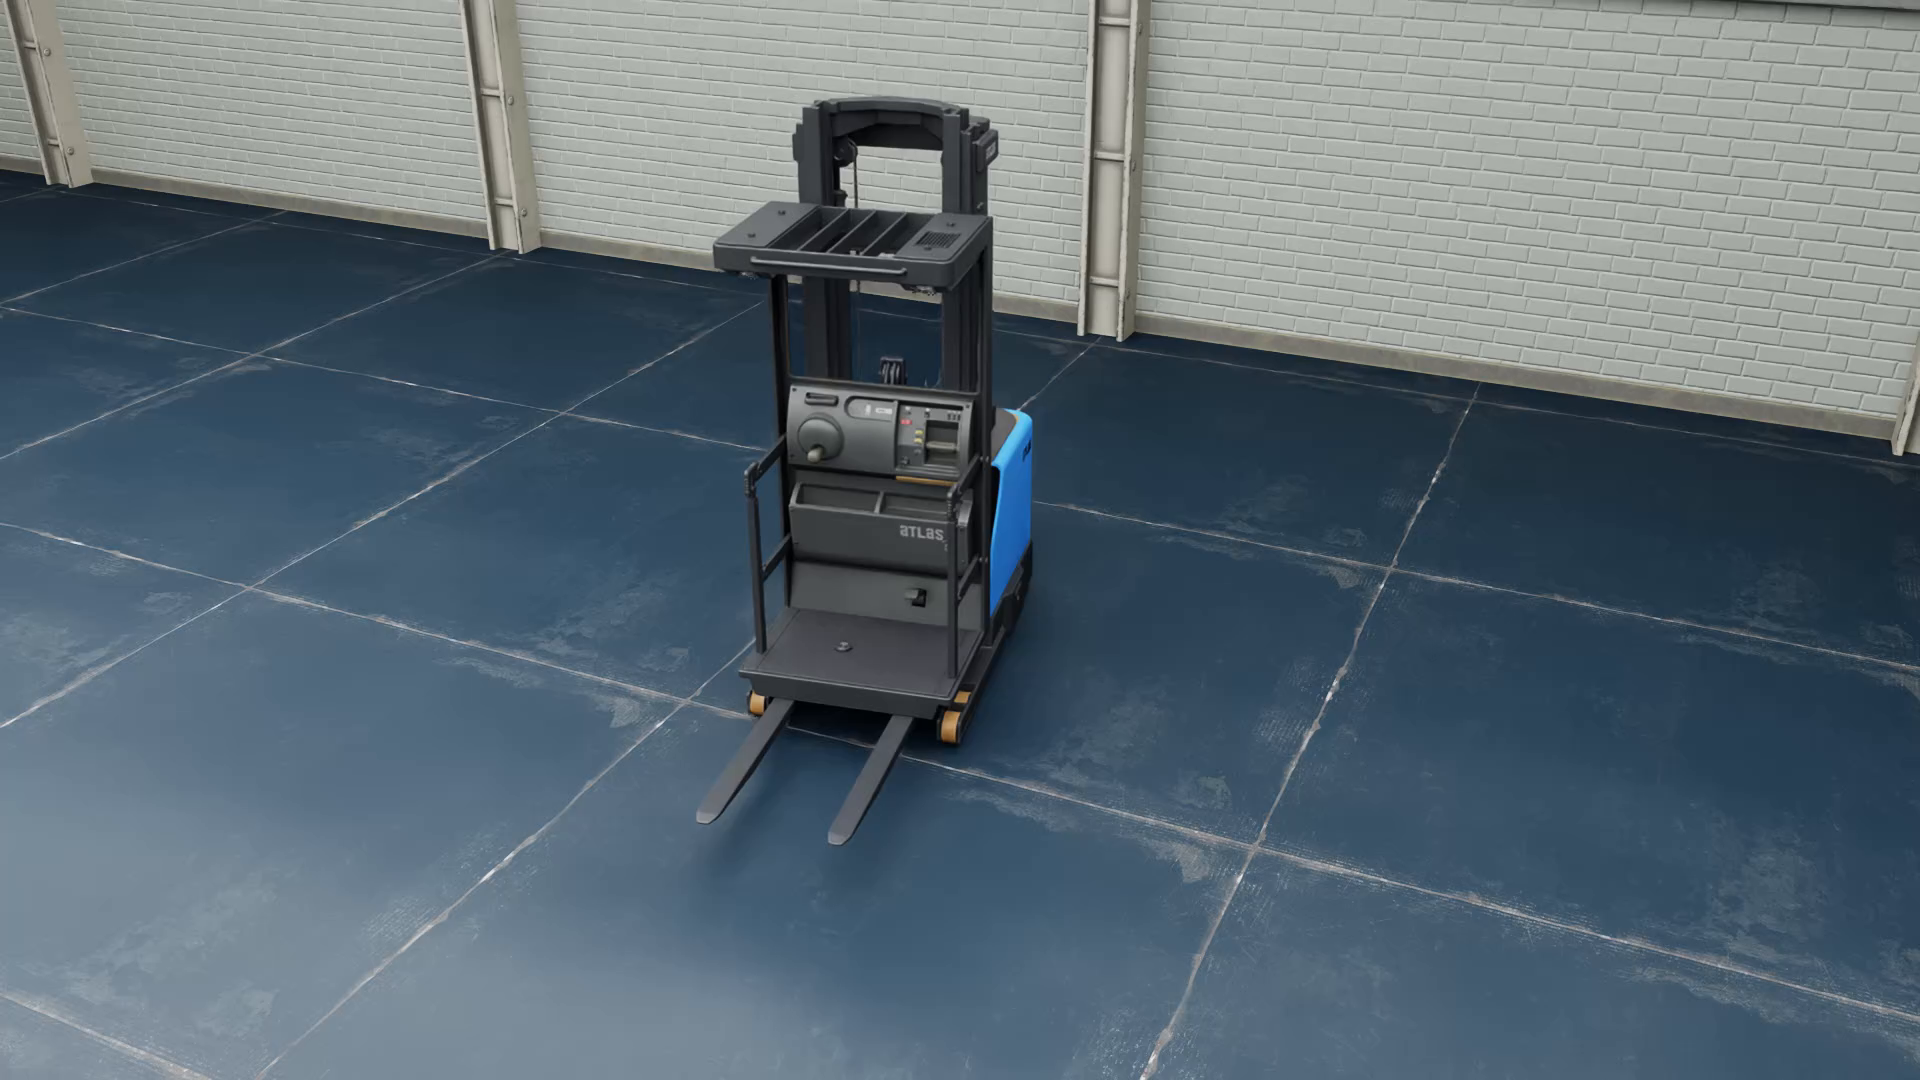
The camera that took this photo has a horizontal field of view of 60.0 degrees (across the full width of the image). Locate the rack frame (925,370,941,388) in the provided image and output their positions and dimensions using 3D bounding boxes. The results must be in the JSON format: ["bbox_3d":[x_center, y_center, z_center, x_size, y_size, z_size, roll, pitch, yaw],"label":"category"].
[{"bbox_3d":[-0.160,-0.503,10.083,0.008,1.050,0.200,11,28,22],"label":"rack frame"}]

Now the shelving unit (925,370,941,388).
[{"bbox_3d":[-0.049,-0.481,10.038,0.252,1.050,0.215,11,28,22],"label":"shelving unit"}]

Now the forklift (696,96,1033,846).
[{"bbox_3d":[-0.447,-0.497,7.941,1.130,2.935,3.031,7,27,13],"label":"forklift"}]

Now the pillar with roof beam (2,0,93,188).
[{"bbox_3d":[-11.499,-6.212,12.680,0.400,9.000,9.100,11,28,22],"label":"pillar with roof beam"}]

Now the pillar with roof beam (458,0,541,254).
[{"bbox_3d":[-6.037,-5.115,10.452,0.400,9.000,9.100,11,28,22],"label":"pillar with roof beam"}]

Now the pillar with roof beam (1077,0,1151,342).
[{"bbox_3d":[-0.576,-4.018,8.224,0.400,9.000,9.100,11,28,22],"label":"pillar with roof beam"}]

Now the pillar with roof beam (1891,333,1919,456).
[{"bbox_3d":[4.886,-2.921,5.996,0.400,9.000,9.100,11,28,22],"label":"pillar with roof beam"}]
